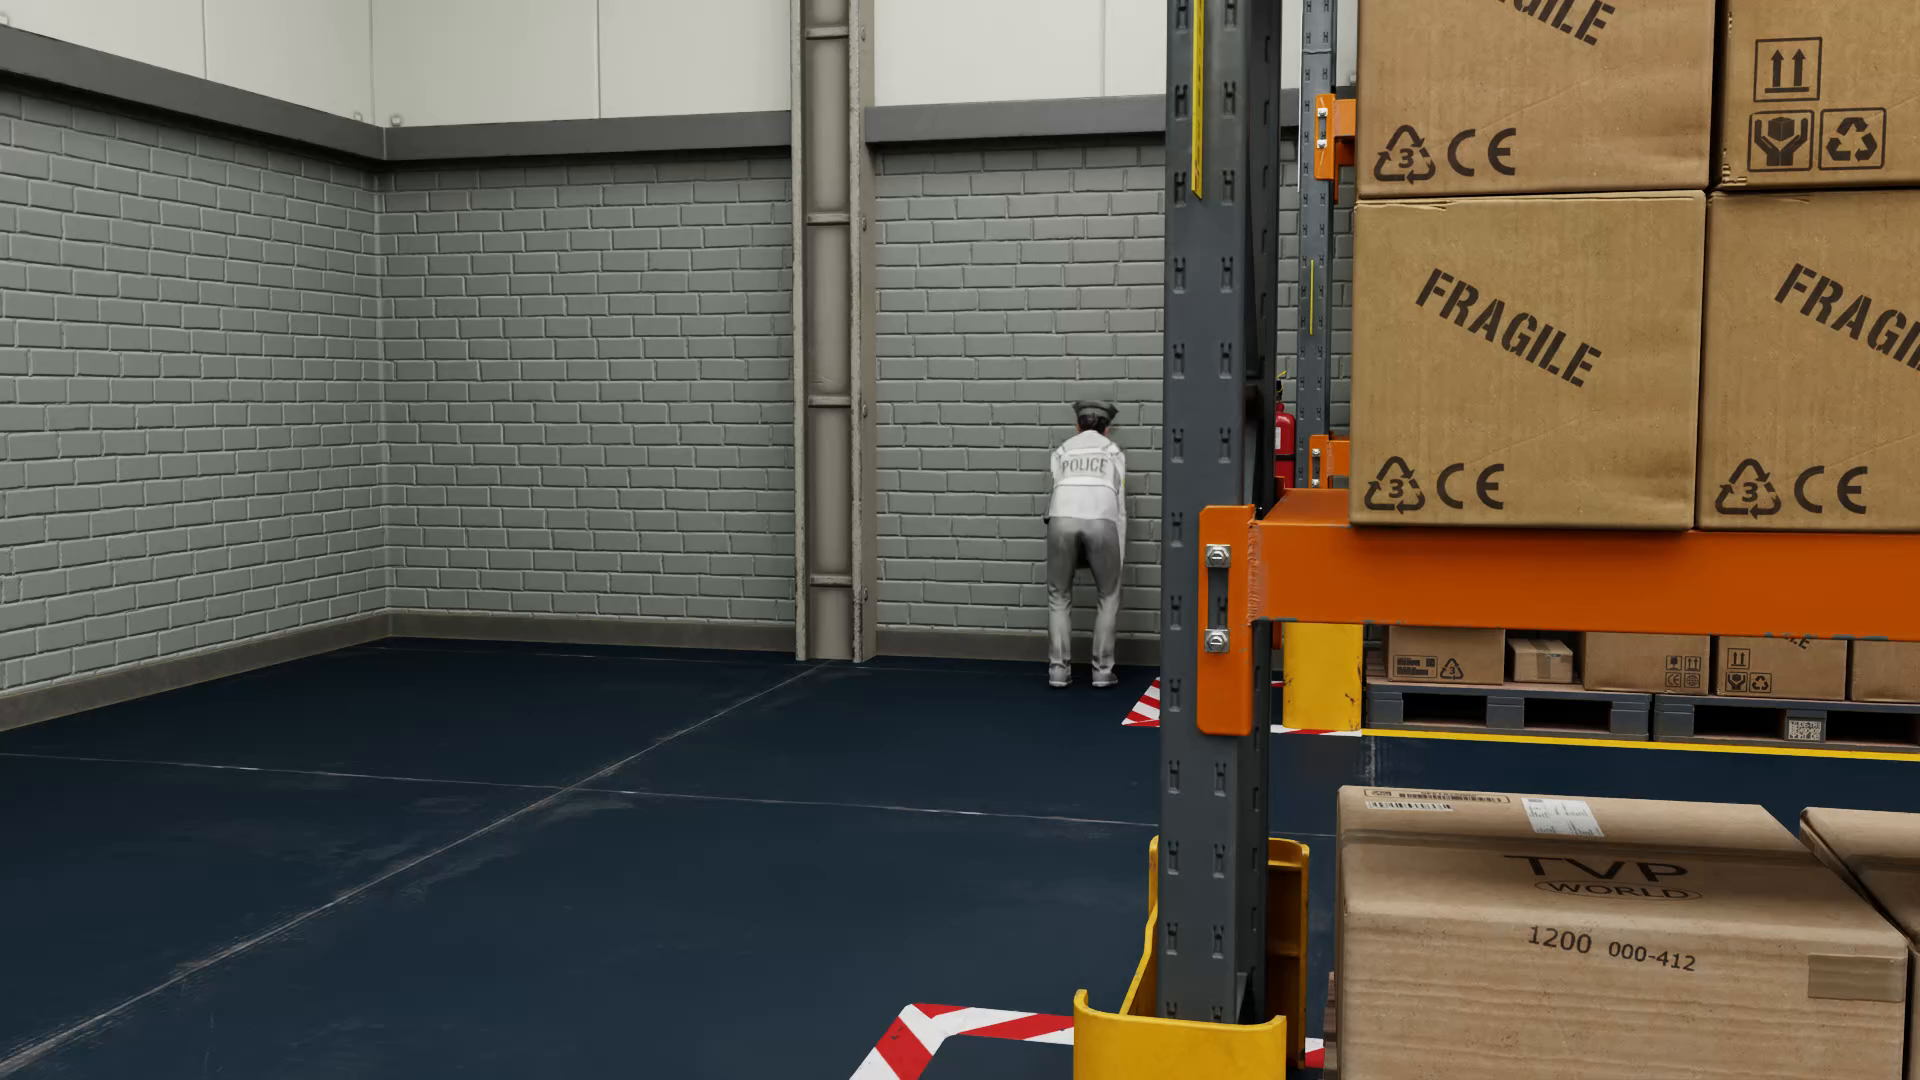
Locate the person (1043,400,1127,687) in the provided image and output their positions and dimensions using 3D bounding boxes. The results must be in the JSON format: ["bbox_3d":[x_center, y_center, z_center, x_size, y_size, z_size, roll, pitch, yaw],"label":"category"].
[{"bbox_3d":[0.665,0.011,8.723,0.402,1.488,0.752,1,5,12],"label":"person"}]
